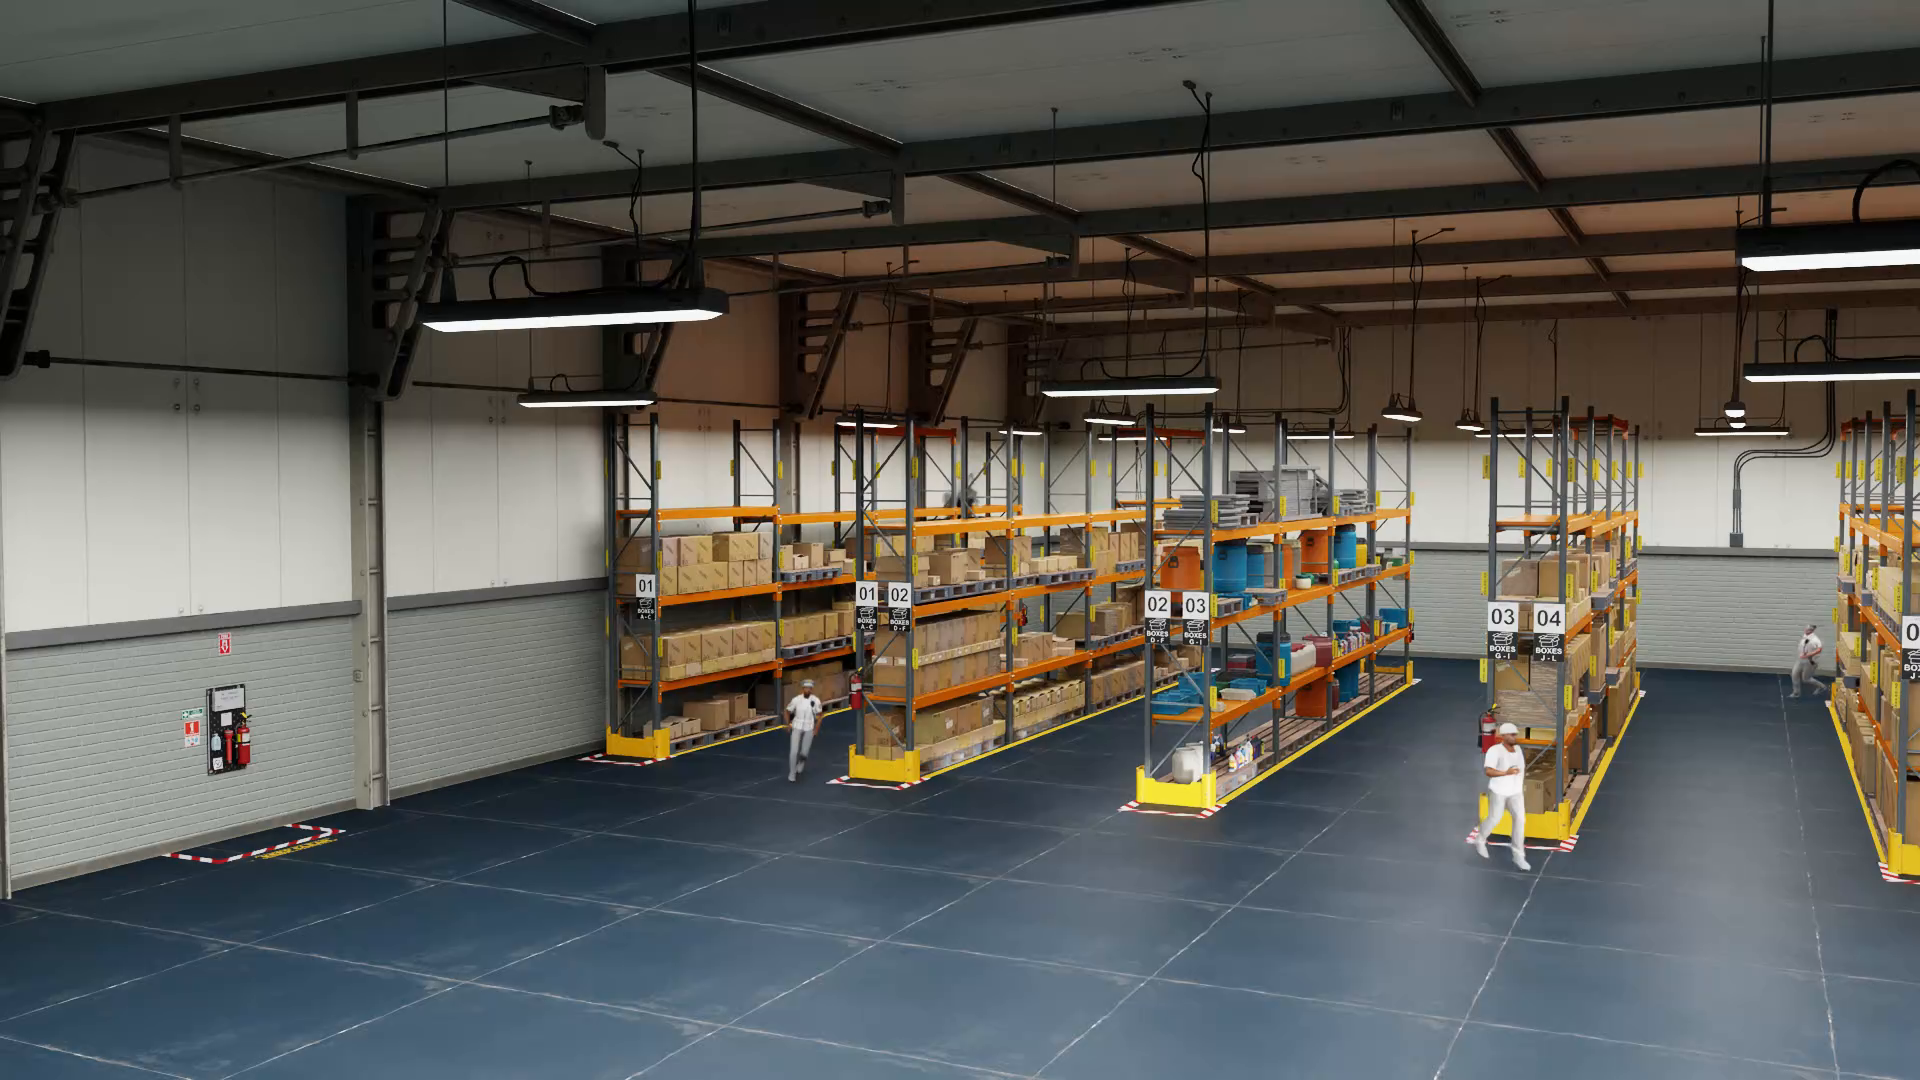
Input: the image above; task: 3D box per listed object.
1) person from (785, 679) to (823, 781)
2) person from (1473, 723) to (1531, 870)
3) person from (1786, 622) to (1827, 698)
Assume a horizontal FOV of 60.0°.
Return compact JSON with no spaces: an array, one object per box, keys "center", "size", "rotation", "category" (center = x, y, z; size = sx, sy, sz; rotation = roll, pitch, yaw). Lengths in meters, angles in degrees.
[{"center":[-2.526,3.070,26.925],"size":[0.624,1.650,0.523],"rotation":[0,2,-3],"category":"person"},{"center":[6.905,3.204,21.068],"size":[0.687,1.783,0.916],"rotation":[-1,3,-18],"category":"person"},{"center":[18.604,2.645,36.322],"size":[0.791,1.723,0.742],"rotation":[0,2,2],"category":"person"}]
